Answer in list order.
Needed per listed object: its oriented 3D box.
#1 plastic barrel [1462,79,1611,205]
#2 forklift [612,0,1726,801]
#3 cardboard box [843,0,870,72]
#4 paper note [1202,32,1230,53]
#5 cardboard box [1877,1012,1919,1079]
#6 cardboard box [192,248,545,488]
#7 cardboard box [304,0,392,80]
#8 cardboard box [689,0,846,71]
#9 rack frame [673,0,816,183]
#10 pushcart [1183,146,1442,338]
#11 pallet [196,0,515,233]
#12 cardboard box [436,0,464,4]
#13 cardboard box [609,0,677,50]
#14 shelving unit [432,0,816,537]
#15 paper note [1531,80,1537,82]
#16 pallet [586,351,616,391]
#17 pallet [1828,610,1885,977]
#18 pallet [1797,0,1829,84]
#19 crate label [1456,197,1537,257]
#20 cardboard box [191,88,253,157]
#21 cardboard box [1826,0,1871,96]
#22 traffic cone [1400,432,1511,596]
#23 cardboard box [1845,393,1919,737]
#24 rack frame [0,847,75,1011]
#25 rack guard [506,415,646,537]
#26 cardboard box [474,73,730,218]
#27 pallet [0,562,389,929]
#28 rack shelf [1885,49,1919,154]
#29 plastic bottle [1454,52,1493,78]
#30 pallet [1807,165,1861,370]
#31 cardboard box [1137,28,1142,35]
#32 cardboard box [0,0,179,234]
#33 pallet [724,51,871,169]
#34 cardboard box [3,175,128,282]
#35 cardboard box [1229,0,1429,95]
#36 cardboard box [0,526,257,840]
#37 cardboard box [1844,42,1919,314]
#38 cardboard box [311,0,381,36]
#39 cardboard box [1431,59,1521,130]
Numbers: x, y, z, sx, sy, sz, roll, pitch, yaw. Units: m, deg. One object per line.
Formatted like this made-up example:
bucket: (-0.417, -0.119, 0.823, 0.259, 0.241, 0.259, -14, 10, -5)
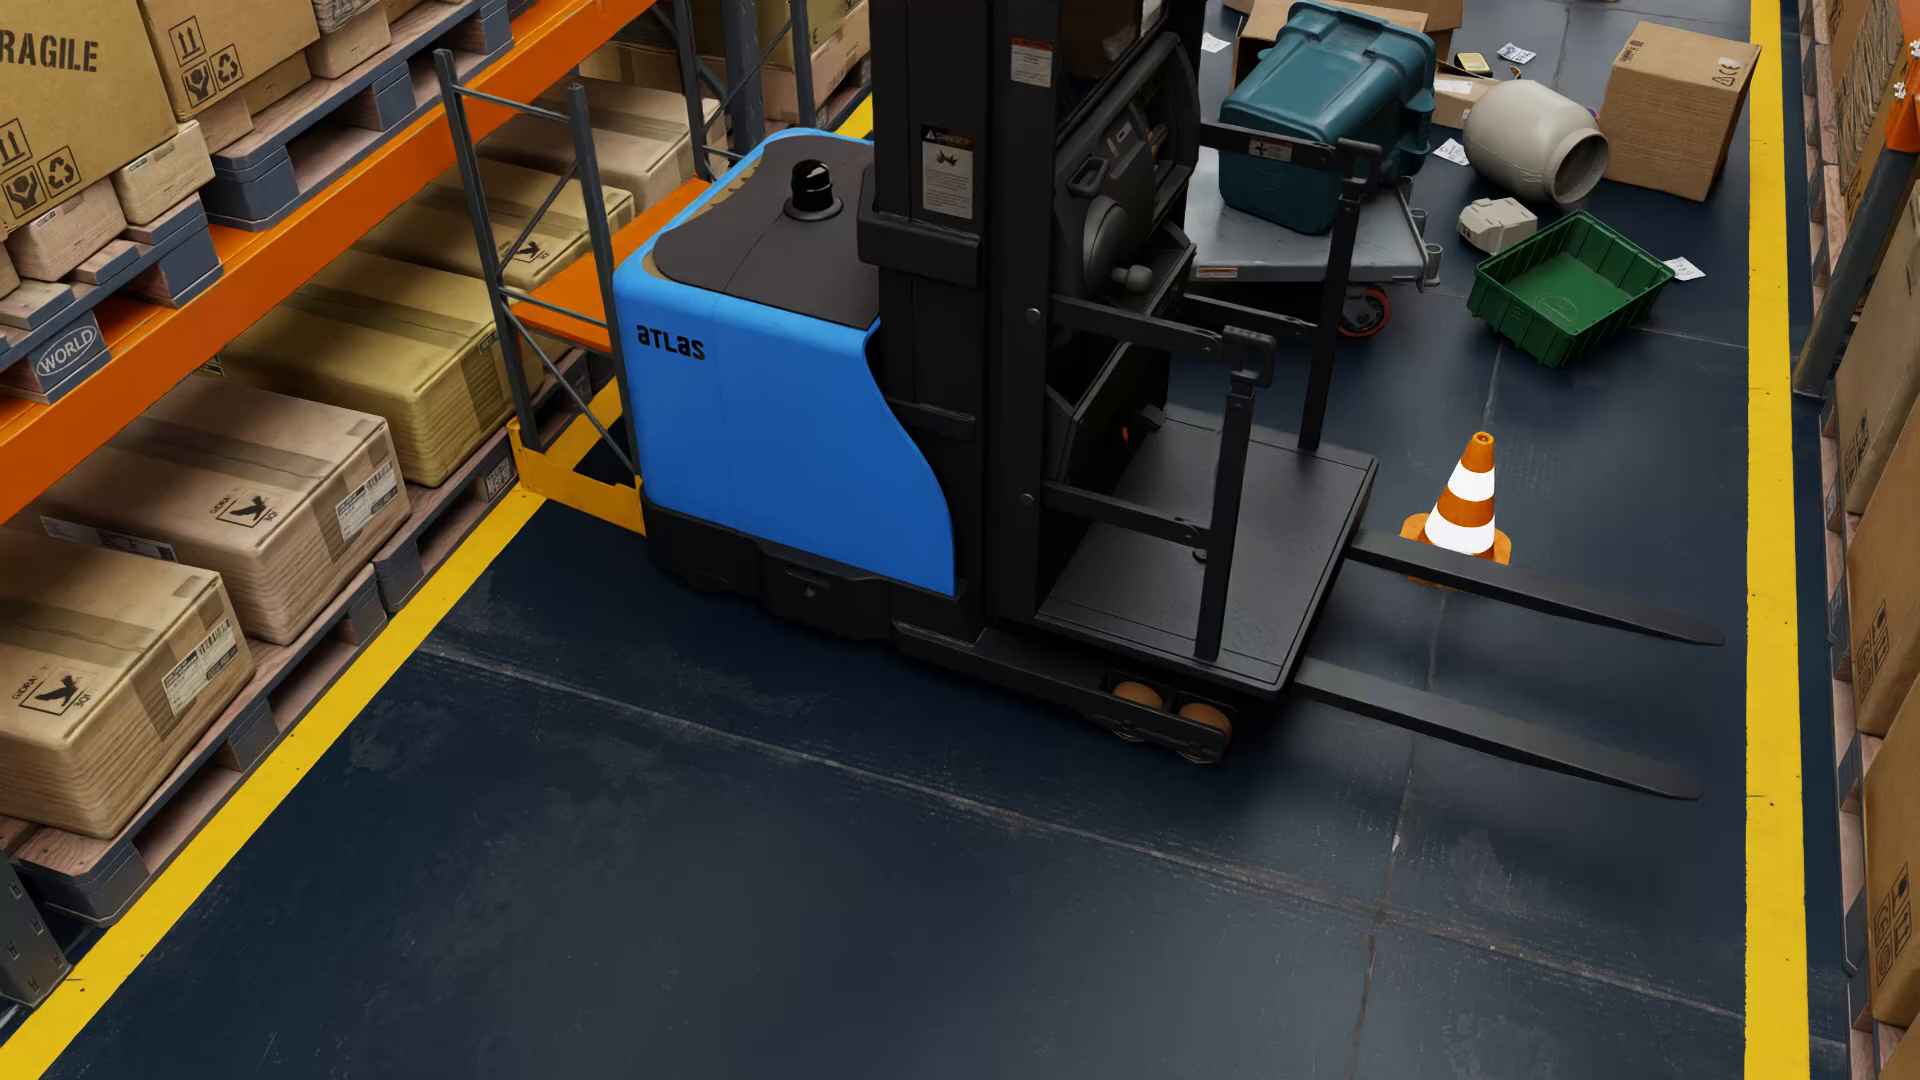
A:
plastic barrel: (2.363, -1.629, 6.833, 0.421, 0.421, 0.512, -21, 45, -22)
forklift: (0.606, -0.902, 4.048, 3.031, 2.935, 1.130, 16, 43, 18)
cardboard box: (-0.642, -2.355, 7.495, 0.500, 0.250, 0.500, 16, 43, 18)
paper note: (1.214, -2.416, 8.067, 0.148, 0.019, 0.142, 29, 48, 29)
cardboard box: (2.341, 1.208, 2.933, 1.050, 0.750, 0.750, 13, 42, 14)
cardboard box: (-1.926, -0.589, 5.331, 0.950, 0.372, 0.625, 15, 43, 17)
cardboard box: (-1.753, -1.370, 4.415, 0.380, 0.149, 0.250, 15, 43, 16)
cardboard box: (-0.814, -2.312, 6.867, 0.500, 0.500, 0.500, 15, 43, 17)
rack frame: (-0.682, -1.256, 5.545, 0.500, 1.500, 0.032, 20, 45, 23)
pushcart: (0.890, -1.140, 6.296, 1.648, 0.377, 0.936, 0, 40, 0)
pallet: (-1.999, -1.317, 4.631, 1.003, 0.211, 1.213, 13, 42, 15)
cardboard box: (-1.549, -1.684, 4.782, 0.380, 0.149, 0.250, 13, 42, 15)
cardboard box: (-1.320, -2.433, 7.008, 0.500, 0.500, 0.500, 13, 42, 14)
shelving unit: (-0.939, -0.961, 5.206, 0.587, 1.500, 1.083, 20, 45, 23)
paper note: (2.632, -2.116, 7.722, 0.123, 0.001, 0.032, -29, 48, -29)
pallet: (-1.535, -1.078, 6.350, 1.003, 0.211, 1.213, 13, 42, 15)
pallet: (2.808, 0.718, 4.246, 1.003, 0.211, 1.213, 13, 42, 15)
pallet: (4.584, -2.450, 7.960, 1.003, 0.211, 1.213, 13, 42, 15)
crate label: (2.139, -1.251, 6.611, 0.298, 0.136, 0.250, -13, 42, -15)
cardboard box: (-1.964, -1.044, 4.033, 0.380, 0.149, 0.250, 16, 43, 18)
cardboard box: (4.316, -2.402, 7.068, 0.875, 0.875, 0.875, 13, 42, 14)
traffic cone: (1.539, -0.129, 5.044, 0.336, 0.463, 0.334, 13, 42, 15)
cardboard box: (2.955, 0.106, 4.225, 1.050, 0.750, 0.750, 13, 42, 15)
rack frame: (-2.638, -0.174, 3.143, 1.000, 3.000, 0.127, 13, 42, 15)
rack guard: (-1.175, -0.201, 5.286, 0.587, 0.250, 0.087, 20, 45, 23)
cardboard box: (-1.447, -1.453, 6.343, 0.950, 0.372, 0.625, 14, 42, 16)
pallet: (-2.369, 0.411, 4.606, 1.003, 0.211, 1.213, 13, 42, 15)
rack shelf: (2.733, -0.083, 3.591, 1.077, 0.370, 4.000, 13, 42, 15)
plastic bottle: (2.408, -2.193, 7.773, 0.133, 0.061, 0.283, 0, 40, 0)
pallet: (3.750, -0.962, 6.215, 1.003, 0.211, 1.213, 13, 42, 15)
cardboard box: (0.413, -1.574, 6.126, 0.500, 0.500, 0.500, 13, 42, 15)
cardboard box: (-2.095, -1.027, 3.513, 0.500, 0.500, 0.500, 15, 43, 17)
pallet: (-1.073, -1.970, 7.397, 1.003, 0.211, 1.213, 13, 42, 15)
cardboard box: (-2.087, -0.717, 3.649, 0.380, 0.149, 0.250, 11, 42, 12)
cardboard box: (1.565, -1.950, 7.043, 0.797, 0.637, 0.503, 13, 42, 15)
cardboard box: (-2.435, 0.324, 4.261, 0.950, 0.372, 0.625, 11, 42, 12)
cardboard box: (3.697, -1.296, 5.772, 0.875, 0.875, 0.875, 14, 42, 16)
cardboard box: (-1.741, -1.656, 4.250, 0.500, 0.500, 0.500, 12, 42, 13)
cardboard box: (2.273, -1.994, 7.382, 0.396, 0.266, 0.258, 21, 45, 22)
